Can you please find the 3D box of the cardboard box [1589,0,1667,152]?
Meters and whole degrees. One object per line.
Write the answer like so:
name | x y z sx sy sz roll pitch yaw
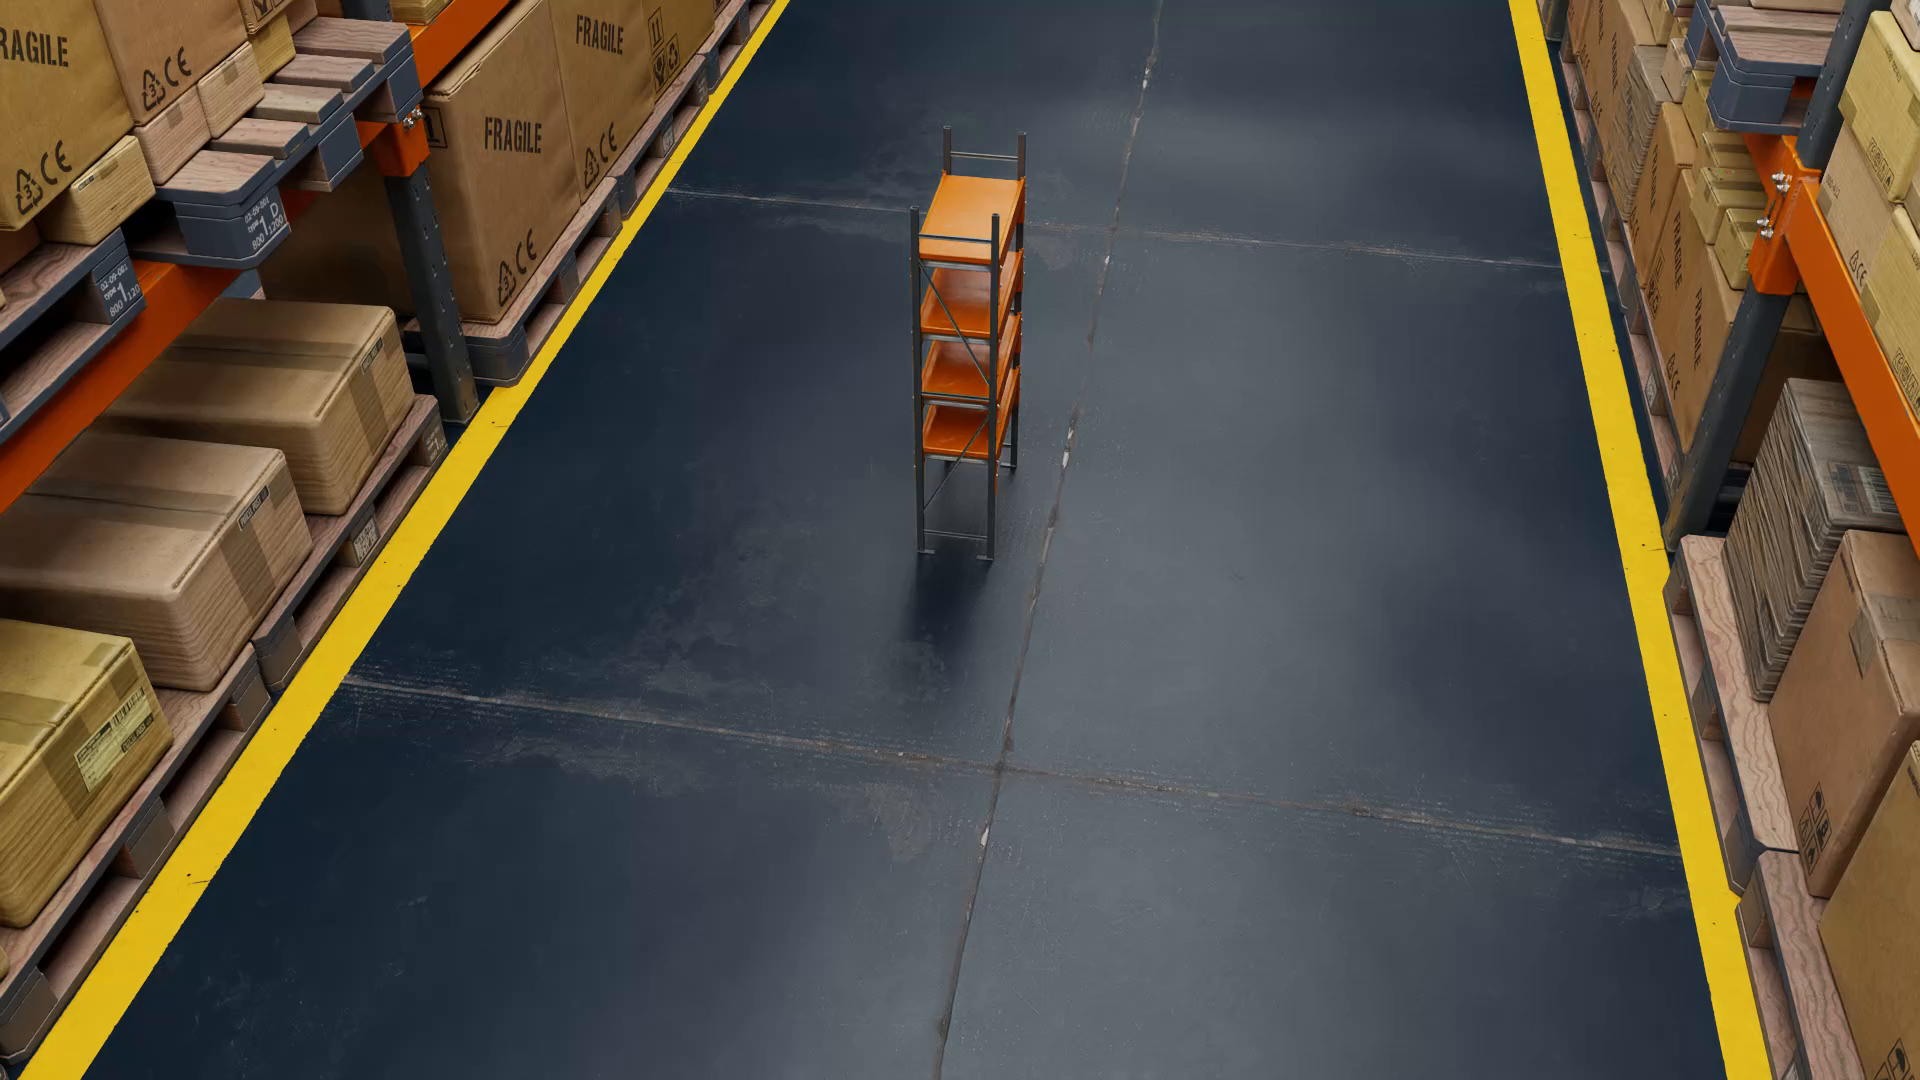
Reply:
cardboard box | 2.924 -1.876 6.797 0.500 0.500 0.500 5 40 6

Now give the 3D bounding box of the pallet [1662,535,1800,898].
pallet | 2.530 0.493 4.488 1.003 0.211 1.213 6 40 8

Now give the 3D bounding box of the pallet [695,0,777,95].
pallet | -1.546 -2.582 8.207 1.003 0.211 1.213 6 40 8

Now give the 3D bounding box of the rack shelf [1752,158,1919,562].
rack shelf | 2.364 0.439 2.930 1.077 0.370 4.000 6 40 8

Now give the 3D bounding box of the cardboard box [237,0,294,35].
cardboard box | -1.984 -1.638 4.235 0.500 0.500 0.500 5 40 6

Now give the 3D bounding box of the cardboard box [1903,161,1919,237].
cardboard box | 2.305 -0.663 3.423 0.500 0.250 0.500 8 40 9

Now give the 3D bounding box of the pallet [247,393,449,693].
pallet | -2.316 -0.074 5.174 1.003 0.211 1.213 6 40 8

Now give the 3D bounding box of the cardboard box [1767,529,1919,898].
cardboard box | 2.484 0.461 3.873 0.875 0.625 0.625 8 40 9

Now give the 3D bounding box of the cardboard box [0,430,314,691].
cardboard box | -2.406 0.030 4.593 0.950 0.372 0.625 6 40 7

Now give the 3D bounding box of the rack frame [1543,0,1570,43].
rack frame | 3.403 -3.604 7.255 1.000 3.000 0.127 6 40 8

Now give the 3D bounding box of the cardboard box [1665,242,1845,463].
cardboard box | 2.572 -0.581 5.231 0.500 0.500 0.500 7 40 9

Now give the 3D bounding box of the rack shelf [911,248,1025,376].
rack shelf | 0.029 -0.687 4.894 0.258 0.148 0.480 6 40 8

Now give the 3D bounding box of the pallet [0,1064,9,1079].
pallet | -2.738 1.458 3.321 1.003 0.211 1.213 6 40 8

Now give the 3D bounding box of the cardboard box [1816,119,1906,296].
cardboard box | 2.393 -0.784 3.962 0.500 0.250 0.500 7 40 8

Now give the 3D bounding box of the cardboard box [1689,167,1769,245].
cardboard box | 2.563 -1.055 5.295 0.380 0.149 0.250 4 40 5

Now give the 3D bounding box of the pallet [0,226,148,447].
pallet | -2.481 -0.318 3.431 1.003 0.211 1.213 6 40 8

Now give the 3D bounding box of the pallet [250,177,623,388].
pallet | -1.968 -1.051 6.355 1.003 0.211 1.213 6 40 8

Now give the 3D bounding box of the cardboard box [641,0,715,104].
cardboard box | -1.664 -2.526 7.289 0.875 0.875 0.875 7 40 9

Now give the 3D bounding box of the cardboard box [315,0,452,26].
cardboard box | -1.847 -1.860 5.264 0.500 0.250 0.500 6 40 7

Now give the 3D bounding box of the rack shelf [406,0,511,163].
rack shelf | -1.833 -2.617 6.625 1.077 0.370 4.000 6 40 8

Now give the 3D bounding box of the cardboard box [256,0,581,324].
cardboard box | -1.978 -1.406 5.934 0.875 0.875 0.875 6 40 7

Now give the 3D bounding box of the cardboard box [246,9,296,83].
cardboard box | -1.979 -1.296 4.331 0.380 0.149 0.250 7 40 8

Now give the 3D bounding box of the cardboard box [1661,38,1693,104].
cardboard box | 2.804 -1.709 6.086 0.380 0.149 0.250 5 40 6

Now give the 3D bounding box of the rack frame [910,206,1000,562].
rack frame | -0.014 -0.413 4.808 0.240 1.200 0.015 6 40 8

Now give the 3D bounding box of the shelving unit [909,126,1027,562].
shelving unit | 0.029 -0.566 4.993 0.258 1.200 0.503 6 40 8

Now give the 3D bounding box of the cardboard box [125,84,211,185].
cardboard box | -2.030 -0.976 3.944 0.380 0.149 0.250 5 40 6

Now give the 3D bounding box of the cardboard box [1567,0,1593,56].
cardboard box | 3.097 -2.524 7.581 0.500 0.500 0.500 8 40 10

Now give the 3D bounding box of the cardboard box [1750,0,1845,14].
cardboard box | 2.446 -1.613 4.715 0.380 0.149 0.250 7 40 8

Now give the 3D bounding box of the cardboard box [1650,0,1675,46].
cardboard box | 2.914 -2.030 6.475 0.380 0.149 0.250 8 40 9

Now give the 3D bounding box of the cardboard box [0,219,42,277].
cardboard box | -2.231 -0.658 3.559 0.380 0.149 0.250 7 40 8

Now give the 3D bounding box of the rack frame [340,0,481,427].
rack frame | -2.179 -1.639 4.878 1.000 3.000 0.127 6 40 8

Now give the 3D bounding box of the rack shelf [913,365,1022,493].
rack shelf | 0.029 -0.361 5.163 0.258 0.148 0.480 6 40 8

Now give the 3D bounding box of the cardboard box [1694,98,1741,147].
cardboard box | 2.743 -1.376 5.683 0.380 0.149 0.250 8 40 9

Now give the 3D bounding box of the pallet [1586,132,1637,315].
pallet | 3.090 -1.247 6.592 1.003 0.211 1.213 6 40 8

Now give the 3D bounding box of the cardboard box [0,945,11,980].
cardboard box | -2.662 0.942 3.490 0.950 0.372 0.625 9 40 10

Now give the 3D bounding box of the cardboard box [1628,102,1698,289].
cardboard box | 2.757 -1.223 6.007 0.500 0.500 0.500 8 40 10

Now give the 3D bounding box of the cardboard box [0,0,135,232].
cardboard box | -2.149 -0.995 3.458 0.500 0.500 0.500 4 40 5
